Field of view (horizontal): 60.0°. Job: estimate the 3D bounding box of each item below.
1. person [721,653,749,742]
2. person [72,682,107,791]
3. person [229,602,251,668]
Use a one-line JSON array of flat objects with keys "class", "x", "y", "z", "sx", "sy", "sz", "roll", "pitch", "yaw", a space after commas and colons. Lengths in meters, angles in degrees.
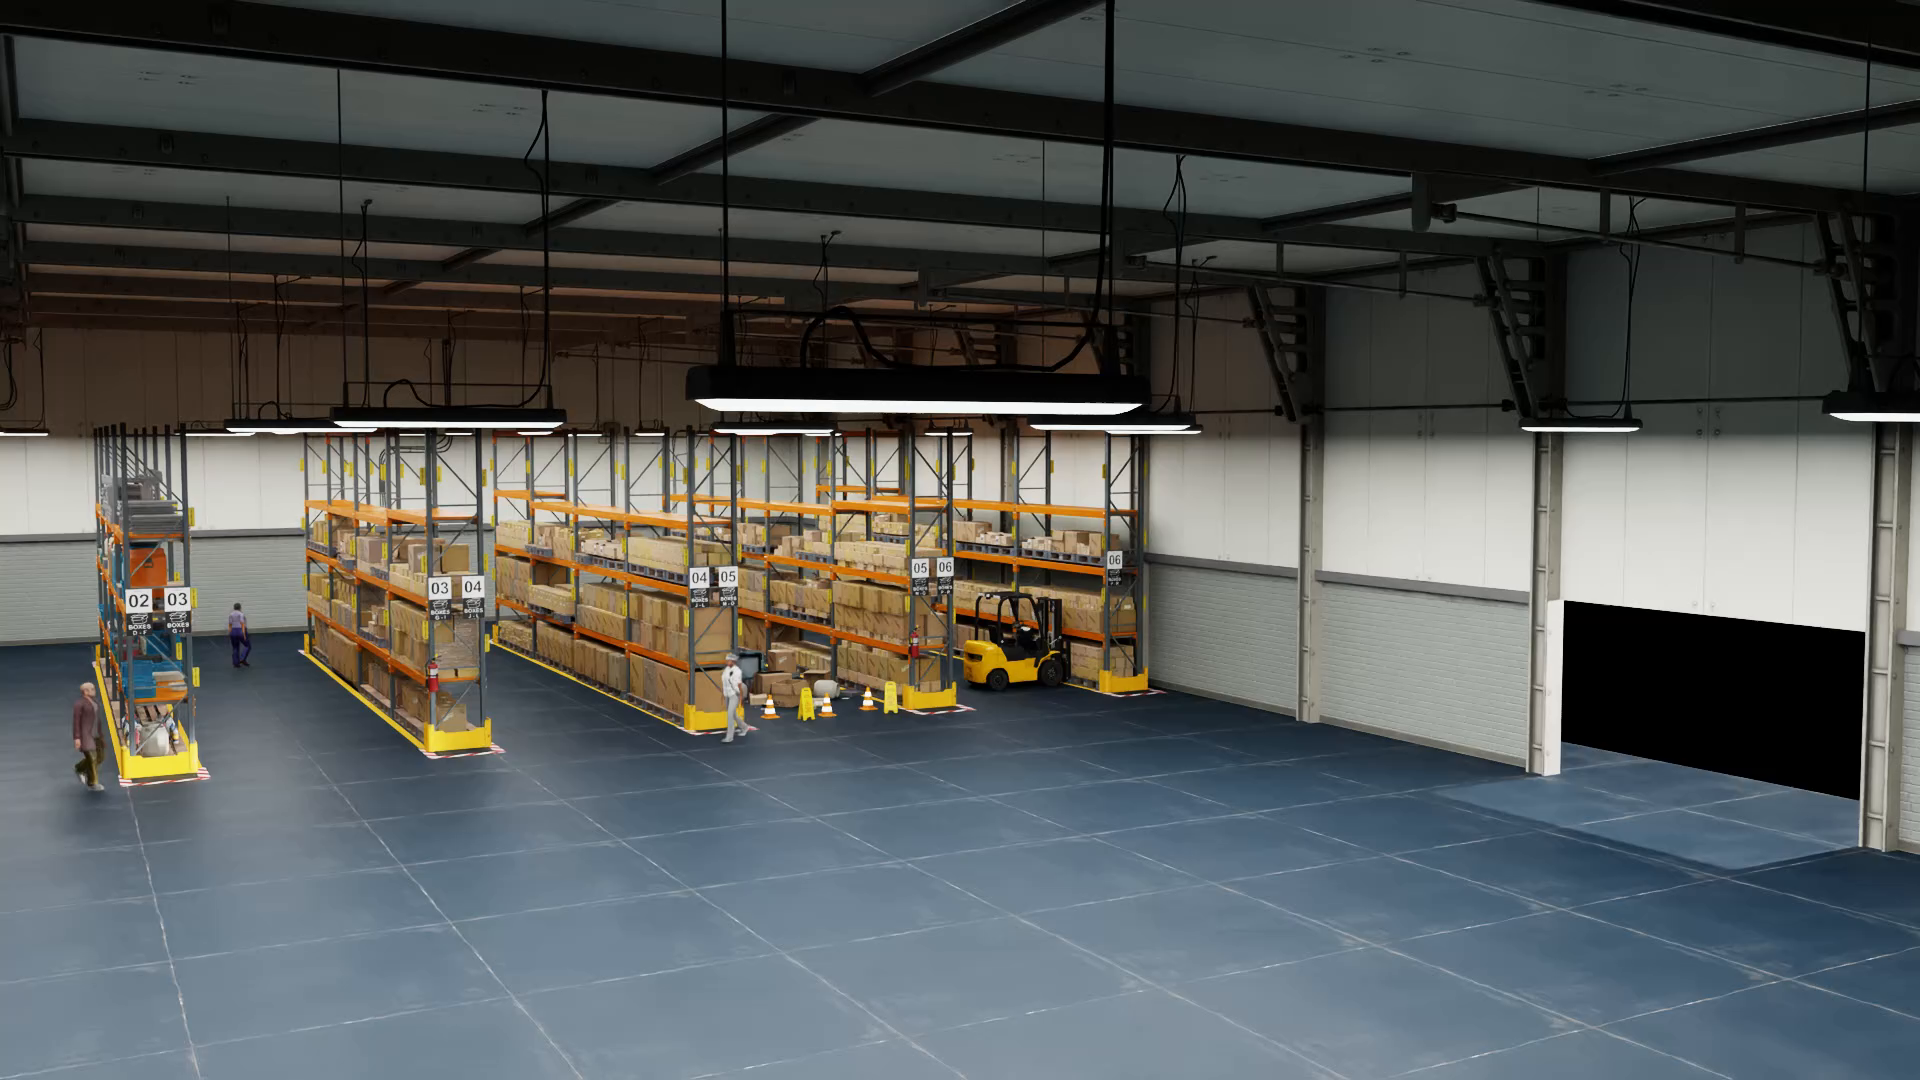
[{"class": "person", "x": -4.295, "y": 2.967, "z": 31.641, "sx": 0.806, "sy": 1.661, "sz": 0.457, "roll": -3, "pitch": 5, "yaw": -44}, {"class": "person", "x": -14.221, "y": 3.187, "z": 27.044, "sx": 0.789, "sy": 1.757, "sz": 0.589, "roll": 1, "pitch": 4, "yaw": 21}, {"class": "person", "x": -18.037, "y": 2.383, "z": 41.577, "sx": 0.526, "sy": 1.619, "sz": 0.440, "roll": 0, "pitch": 3, "yaw": 1}]
